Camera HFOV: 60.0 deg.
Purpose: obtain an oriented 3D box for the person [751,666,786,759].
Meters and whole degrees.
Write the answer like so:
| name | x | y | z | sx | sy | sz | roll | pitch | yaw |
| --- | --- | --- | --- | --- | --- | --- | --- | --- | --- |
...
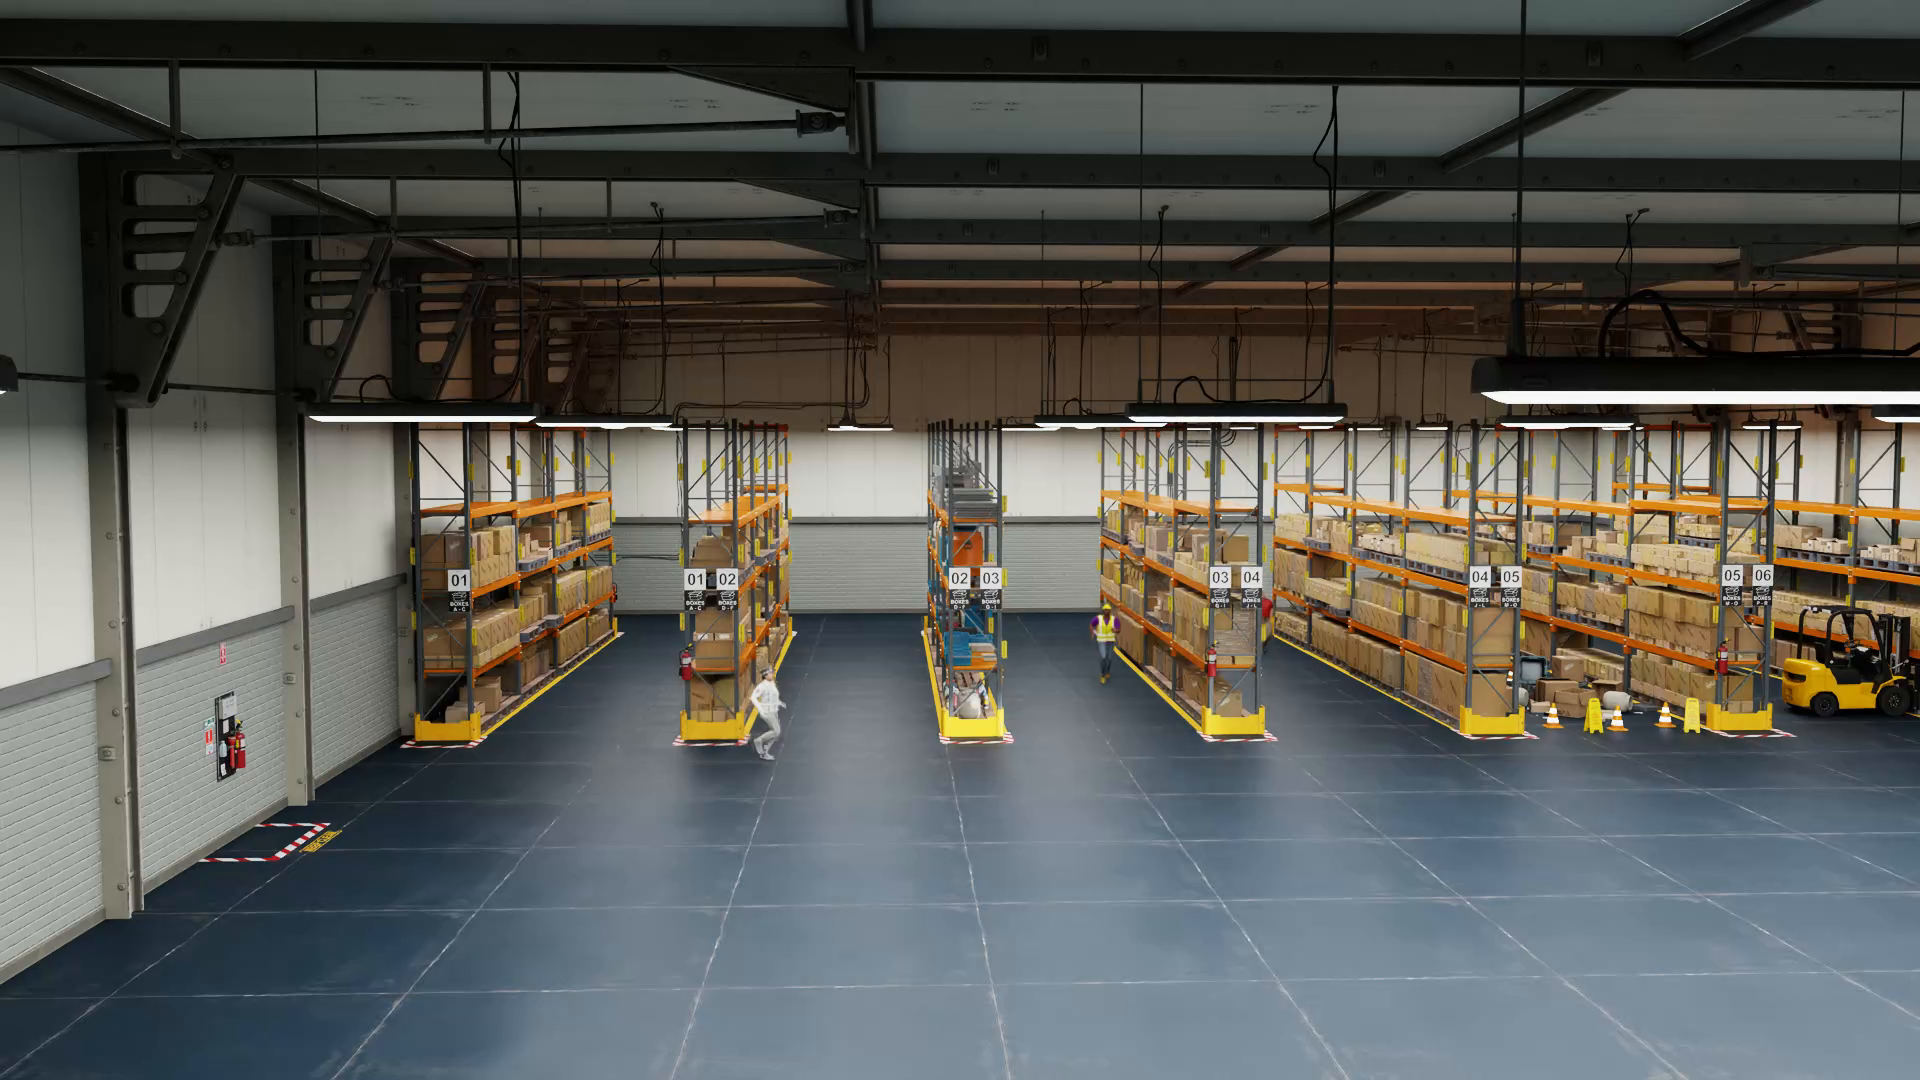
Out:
| name | x | y | z | sx | sy | sz | roll | pitch | yaw |
| --- | --- | --- | --- | --- | --- | --- | --- | --- | --- |
| person | -3.319 | 3.028 | 29.176 | 0.540 | 1.659 | 0.615 | 1 | 4 | 22 |

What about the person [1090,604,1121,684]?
| name | x | y | z | sx | sy | sz | roll | pitch | yaw |
| --- | --- | --- | --- | --- | --- | --- | --- | --- | --- |
| person | 3.373 | 2.383 | 38.363 | 0.674 | 1.825 | 0.782 | 0 | 4 | -7 |

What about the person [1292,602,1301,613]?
| name | x | y | z | sx | sy | sz | roll | pitch | yaw |
| --- | --- | --- | --- | --- | --- | --- | --- | --- | --- |
| person | 9.978 | 1.794 | 49.092 | 0.581 | 1.663 | 0.769 | 1 | 4 | 18 |

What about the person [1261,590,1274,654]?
| name | x | y | z | sx | sy | sz | roll | pitch | yaw |
| --- | --- | --- | --- | --- | --- | --- | --- | --- | --- |
| person | 7.850 | 2.123 | 43.014 | 0.651 | 1.674 | 0.592 | 0 | 4 | -4 |
